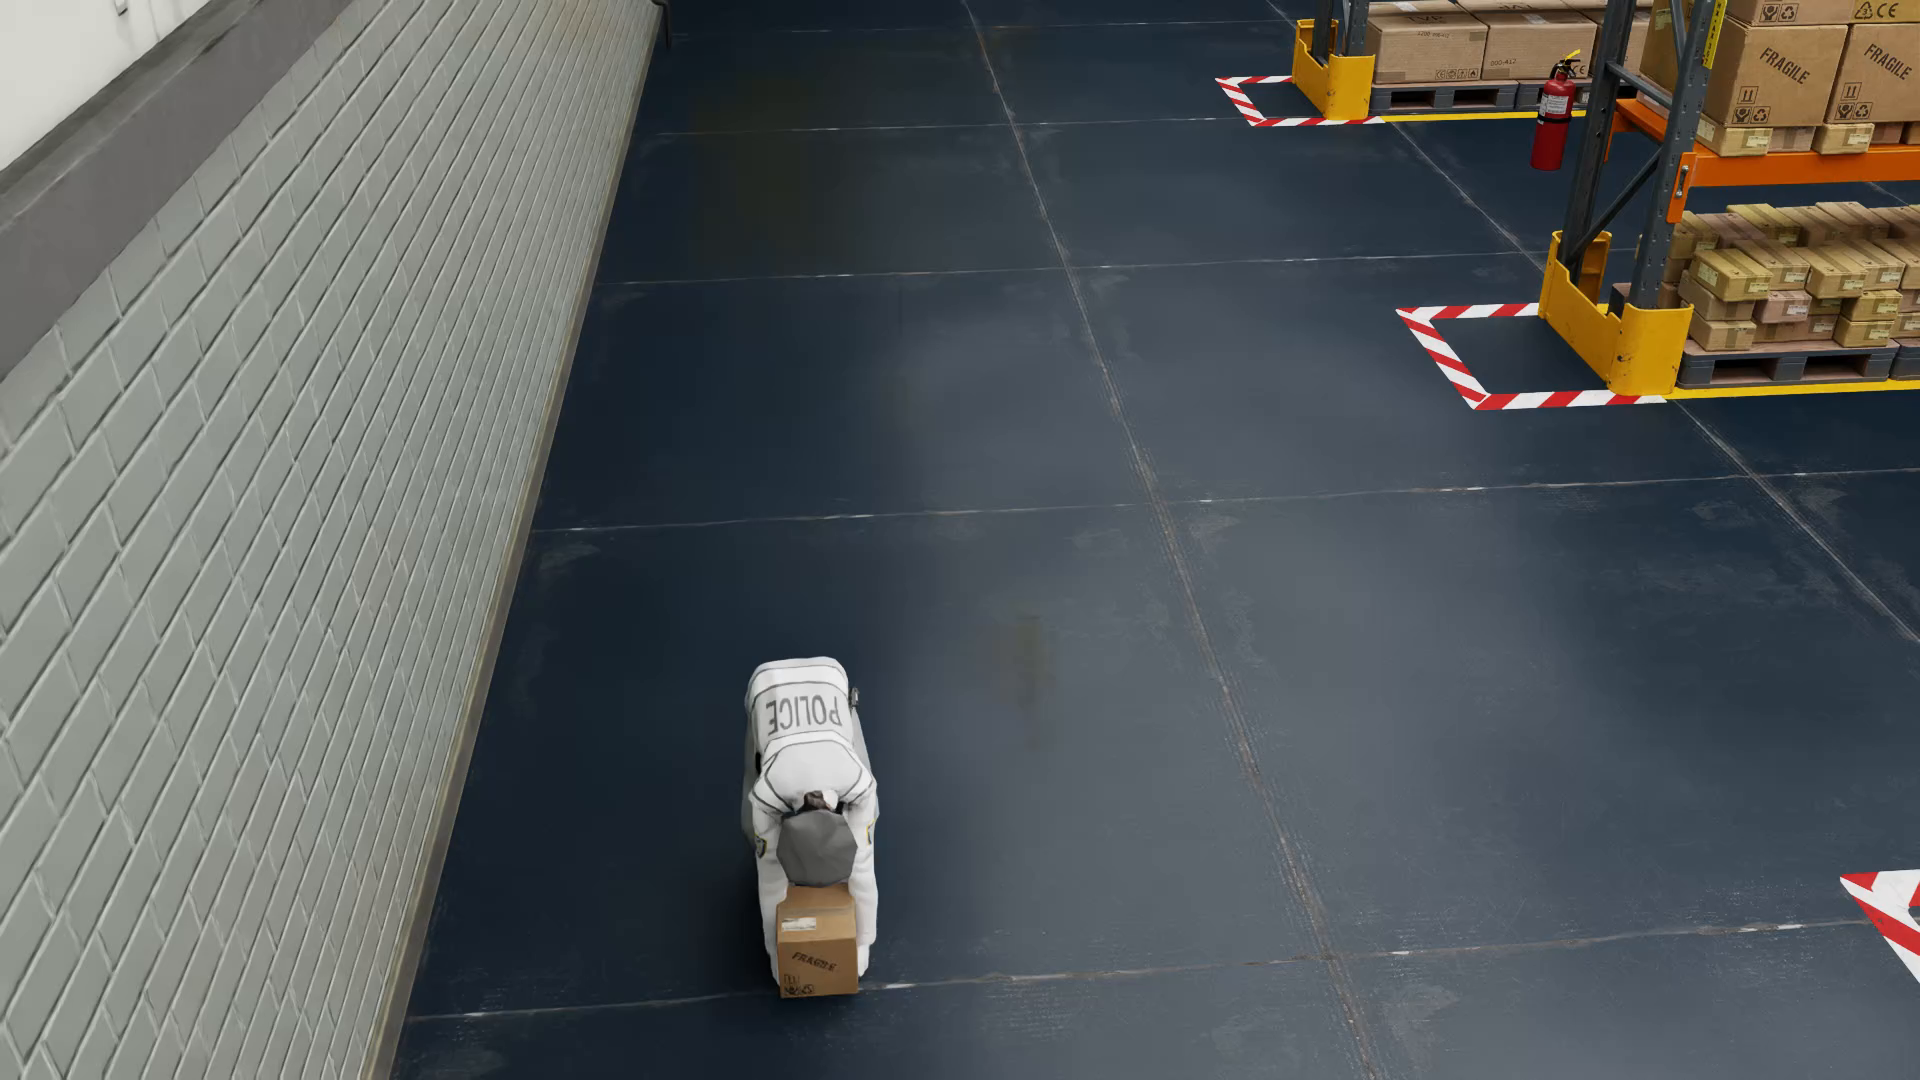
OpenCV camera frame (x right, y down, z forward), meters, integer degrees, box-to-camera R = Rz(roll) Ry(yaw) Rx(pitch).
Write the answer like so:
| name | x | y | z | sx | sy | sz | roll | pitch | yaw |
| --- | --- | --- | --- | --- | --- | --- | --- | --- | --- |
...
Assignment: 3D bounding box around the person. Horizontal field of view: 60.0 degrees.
| name | x | y | z | sx | sy | sz | roll | pitch | yaw |
| --- | --- | --- | --- | --- | --- | --- | --- | --- | --- |
| person | -0.495 | 0.905 | 5.490 | 0.454 | 0.823 | 0.897 | -4 | 32 | -6 |
